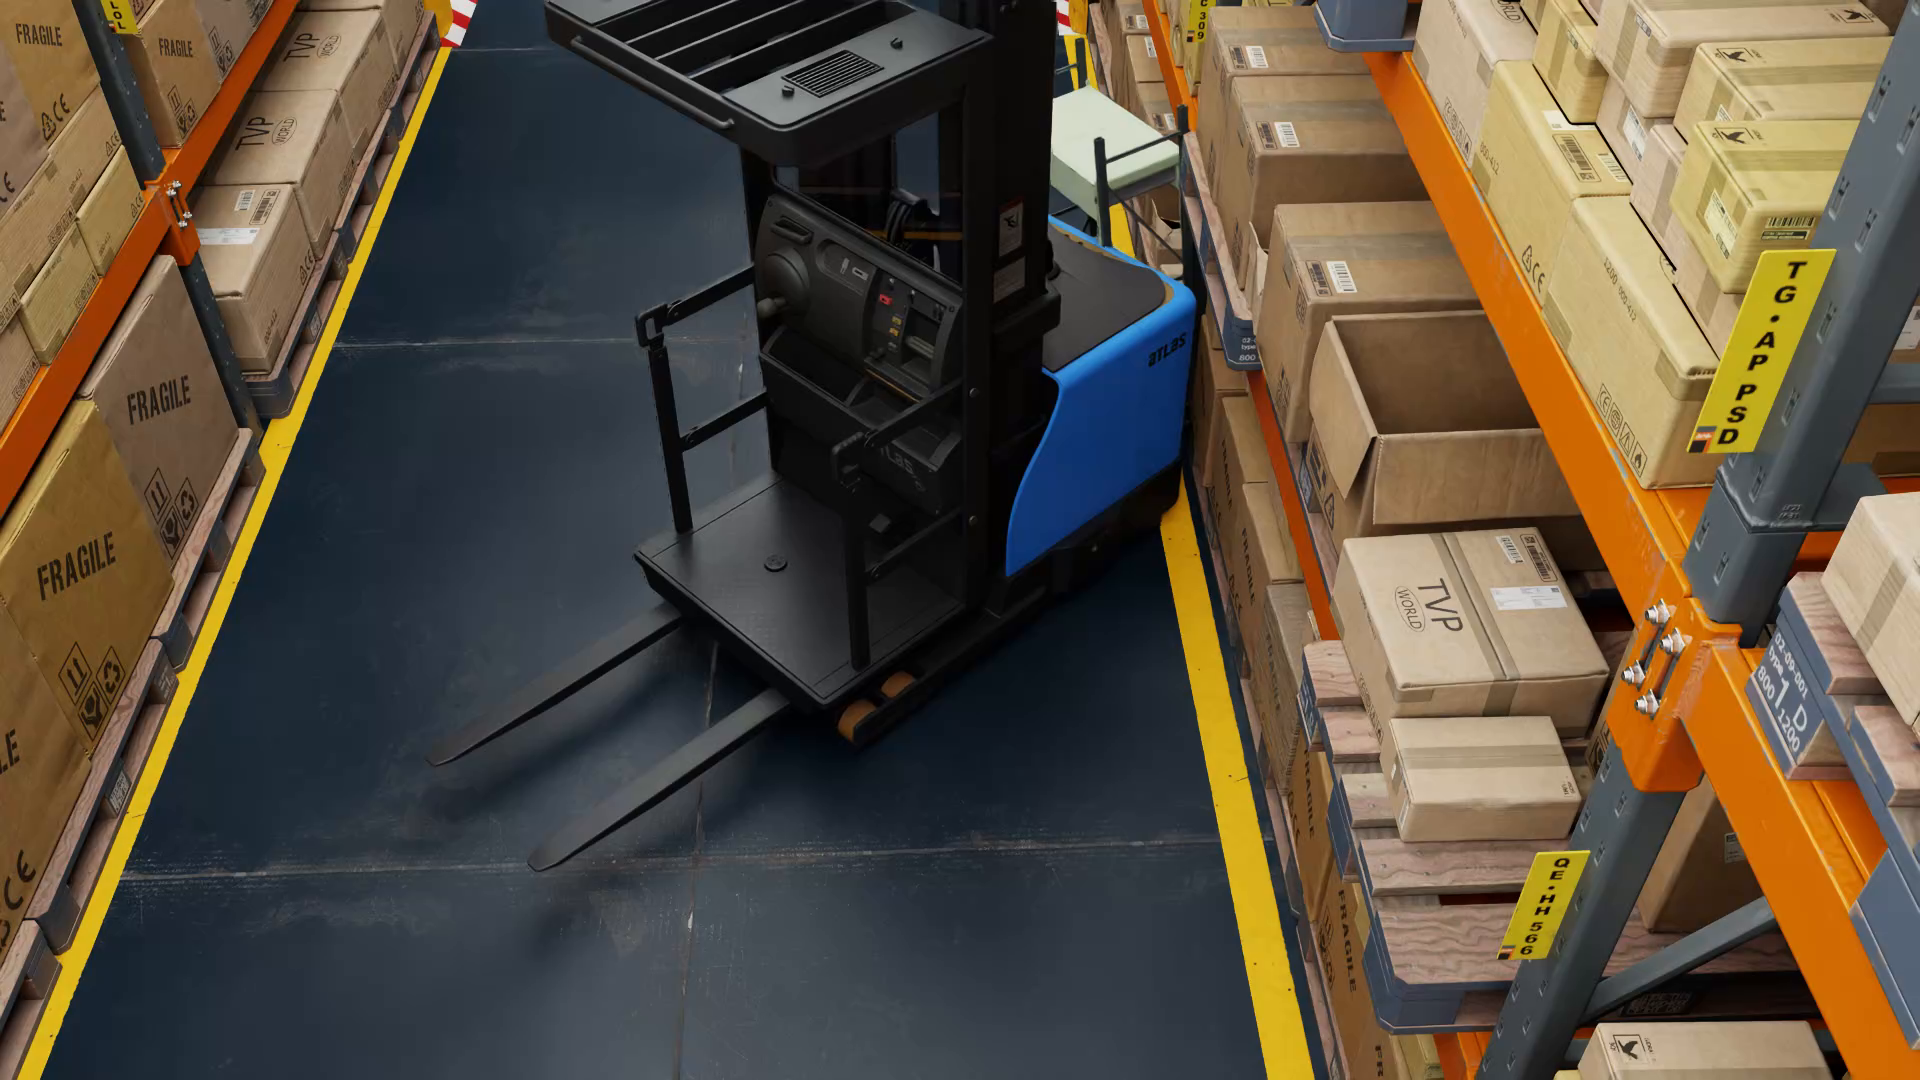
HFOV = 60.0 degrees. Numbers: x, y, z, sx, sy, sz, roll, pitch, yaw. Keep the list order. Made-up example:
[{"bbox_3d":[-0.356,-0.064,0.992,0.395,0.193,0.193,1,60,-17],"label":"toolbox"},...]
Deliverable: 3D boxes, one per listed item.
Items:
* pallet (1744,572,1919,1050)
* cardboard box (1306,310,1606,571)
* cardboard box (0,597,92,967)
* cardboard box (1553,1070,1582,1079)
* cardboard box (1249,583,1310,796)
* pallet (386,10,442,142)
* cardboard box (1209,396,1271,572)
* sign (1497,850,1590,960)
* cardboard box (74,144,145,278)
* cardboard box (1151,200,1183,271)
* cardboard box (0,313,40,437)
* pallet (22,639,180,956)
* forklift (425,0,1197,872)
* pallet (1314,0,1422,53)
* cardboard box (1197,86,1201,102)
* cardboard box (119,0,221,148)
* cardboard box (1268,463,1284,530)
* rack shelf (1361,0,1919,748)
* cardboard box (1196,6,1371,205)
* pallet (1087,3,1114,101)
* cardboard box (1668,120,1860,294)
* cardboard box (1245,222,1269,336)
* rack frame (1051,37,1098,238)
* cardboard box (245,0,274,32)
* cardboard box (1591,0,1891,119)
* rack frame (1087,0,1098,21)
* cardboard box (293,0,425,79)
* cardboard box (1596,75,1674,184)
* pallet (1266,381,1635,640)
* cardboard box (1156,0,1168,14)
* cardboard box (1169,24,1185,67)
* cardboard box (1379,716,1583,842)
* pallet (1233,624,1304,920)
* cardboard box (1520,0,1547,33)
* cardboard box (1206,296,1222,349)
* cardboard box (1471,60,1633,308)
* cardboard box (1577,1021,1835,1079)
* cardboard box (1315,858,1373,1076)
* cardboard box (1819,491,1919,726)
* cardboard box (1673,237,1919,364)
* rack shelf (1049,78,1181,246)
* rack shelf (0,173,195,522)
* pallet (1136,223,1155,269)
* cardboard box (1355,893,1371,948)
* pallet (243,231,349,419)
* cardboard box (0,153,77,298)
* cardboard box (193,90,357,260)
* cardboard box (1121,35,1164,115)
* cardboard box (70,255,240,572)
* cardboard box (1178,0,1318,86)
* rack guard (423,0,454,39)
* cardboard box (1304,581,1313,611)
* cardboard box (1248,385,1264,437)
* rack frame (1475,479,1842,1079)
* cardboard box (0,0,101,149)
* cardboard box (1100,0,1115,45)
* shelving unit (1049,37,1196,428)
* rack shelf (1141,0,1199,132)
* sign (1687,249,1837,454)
[{"bbox_3d":[1.715,0.459,1.949,1.213,0.211,1.003,0,43,0],"label":"pallet"},{"bbox_3d":[1.343,-0.250,4.415,0.797,0.503,0.637,-3,43,-3],"label":"cardboard box"},{"bbox_3d":[-3.342,0.742,4.982,0.875,0.875,0.875,-1,43,-1],"label":"cardboard box"},{"bbox_3d":[1.347,1.218,2.942,0.500,0.250,0.500,-2,43,-2],"label":"cardboard box"},{"bbox_3d":[1.288,0.486,5.539,0.500,0.500,0.500,-3,43,-3],"label":"cardboard box"},{"bbox_3d":[-3.590,-2.650,9.485,1.003,0.211,1.213,-2,43,-2],"label":"pallet"},{"bbox_3d":[1.255,-0.202,6.289,0.500,0.500,0.500,-2,43,-2],"label":"cardboard box"},{"bbox_3d":[1.055,0.664,3.007,0.100,0.325,0.005,-2,43,-2],"label":"sign"},{"bbox_3d":[-3.261,-1.165,5.912,0.500,0.250,0.500,-3,43,-3],"label":"cardboard box"},{"bbox_3d":[1.095,-1.416,7.788,0.396,0.266,0.258,0,43,0],"label":"cardboard box"},{"bbox_3d":[-3.238,-0.480,5.164,0.500,0.250,0.500,-3,43,-3],"label":"cardboard box"},{"bbox_3d":[-3.369,0.857,5.659,1.003,0.211,1.213,-2,43,-2],"label":"pallet"},{"bbox_3d":[-0.503,-0.744,5.392,3.031,2.935,1.130,-34,52,-31],"label":"forklift"},{"bbox_3d":[1.432,-1.555,4.145,1.213,0.211,1.003,-2,43,-2],"label":"pallet"},{"bbox_3d":[1.161,-1.776,6.653,0.380,0.149,0.250,-1,43,-1],"label":"cardboard box"},{"bbox_3d":[-3.290,-1.877,6.503,0.500,0.500,0.500,0,43,0],"label":"cardboard box"},{"bbox_3d":[1.286,-0.171,5.776,0.380,0.149,0.250,-2,43,-2],"label":"cardboard box"},{"bbox_3d":[1.512,-1.151,4.098,1.077,0.370,4.000,-2,43,-2],"label":"rack shelf"},{"bbox_3d":[1.224,-1.519,5.803,0.700,0.500,0.500,-1,43,-1],"label":"cardboard box"},{"bbox_3d":[1.295,-2.743,9.587,1.003,0.211,1.213,-2,43,-2],"label":"pallet"},{"bbox_3d":[1.287,-0.491,2.441,0.380,0.149,0.250,0,43,0],"label":"cardboard box"},{"bbox_3d":[1.103,-0.817,5.210,0.396,0.266,0.258,0,43,0],"label":"cardboard box"},{"bbox_3d":[0.414,-1.395,7.149,0.400,1.500,0.023,-25,44,-16],"label":"rack frame"},{"bbox_3d":[-3.322,-2.552,7.241,0.500,0.500,0.500,-1,43,-2],"label":"cardboard box"},{"bbox_3d":[1.319,-0.849,2.833,0.380,0.149,0.250,-3,43,-3],"label":"cardboard box"},{"bbox_3d":[1.257,-4.361,9.288,1.000,3.000,0.127,-2,43,-2],"label":"rack frame"},{"bbox_3d":[-3.574,-2.983,9.370,0.875,0.438,0.875,-3,43,-3],"label":"cardboard box"},{"bbox_3d":[1.364,-0.744,2.937,0.380,0.149,0.250,-1,43,-1],"label":"cardboard box"},{"bbox_3d":[1.510,-0.202,4.893,1.003,0.211,1.213,-2,43,-2],"label":"pallet"},{"bbox_3d":[1.070,-2.475,7.416,0.380,0.149,0.250,-2,43,-2],"label":"cardboard box"},{"bbox_3d":[1.093,-2.126,7.035,0.380,0.149,0.250,-1,43,-1],"label":"cardboard box"},{"bbox_3d":[1.186,0.545,3.810,0.380,0.149,0.250,-1,43,-1],"label":"cardboard box"},{"bbox_3d":[1.554,0.741,5.785,1.003,0.211,1.213,-2,43,-2],"label":"pallet"},{"bbox_3d":[1.349,-1.080,3.304,0.380,0.149,0.250,-1,43,-1],"label":"cardboard box"},{"bbox_3d":[1.177,-0.883,6.553,0.380,0.149,0.250,0,43,0],"label":"cardboard box"},{"bbox_3d":[1.311,-0.689,3.173,0.500,0.250,0.500,-2,43,-2],"label":"cardboard box"},{"bbox_3d":[1.316,0.988,2.899,0.380,0.149,0.250,0,43,-1],"label":"cardboard box"},{"bbox_3d":[1.354,1.189,4.772,0.500,0.500,0.500,-2,43,-2],"label":"cardboard box"},{"bbox_3d":[1.308,0.073,2.019,0.380,0.166,0.250,-2,43,-2],"label":"cardboard box"},{"bbox_3d":[1.341,-0.390,2.552,0.380,0.149,0.250,-1,43,-1],"label":"cardboard box"},{"bbox_3d":[0.539,-1.481,6.636,0.431,0.370,0.720,-25,44,-16],"label":"rack shelf"},{"bbox_3d":[-3.447,0.100,4.954,1.077,0.370,4.000,-2,43,-2],"label":"rack shelf"},{"bbox_3d":[1.399,-1.096,7.790,1.003,0.211,1.213,-2,43,-2],"label":"pallet"},{"bbox_3d":[1.280,1.058,4.435,0.380,0.149,0.250,-4,43,-4],"label":"cardboard box"},{"bbox_3d":[-3.486,-1.003,7.688,1.003,0.211,1.213,-2,43,-2],"label":"pallet"},{"bbox_3d":[-3.242,-1.017,5.380,0.500,0.250,0.500,-1,43,-1],"label":"cardboard box"},{"bbox_3d":[-3.490,-1.757,8.032,0.875,0.438,0.875,-3,43,-3],"label":"cardboard box"},{"bbox_3d":[1.109,-2.241,8.514,0.500,0.500,0.500,-1,43,-1],"label":"cardboard box"},{"bbox_3d":[-3.426,-0.471,6.305,0.875,0.875,0.875,0,43,0],"label":"cardboard box"},{"bbox_3d":[1.162,-2.052,6.659,0.500,0.250,0.500,-1,43,-1],"label":"cardboard box"},{"bbox_3d":[-3.703,-3.311,9.992,1.175,0.500,0.348,-2,43,-2],"label":"rack guard"},{"bbox_3d":[1.335,0.178,5.395,0.380,0.149,0.250,-1,43,-2],"label":"cardboard box"},{"bbox_3d":[1.288,-0.525,6.162,0.380,0.149,0.250,-4,43,-4],"label":"cardboard box"},{"bbox_3d":[1.597,1.040,3.396,1.000,3.000,0.127,-2,43,-2],"label":"rack frame"},{"bbox_3d":[-3.262,-1.627,5.491,0.500,0.500,0.500,0,43,0],"label":"cardboard box"},{"bbox_3d":[1.189,-3.180,9.536,0.797,0.503,0.637,-3,43,-3],"label":"cardboard box"},{"bbox_3d":[0.587,-1.194,6.897,0.431,1.500,0.755,-25,44,-16],"label":"shelving unit"},{"bbox_3d":[1.342,-2.745,8.058,1.077,0.370,4.000,-2,43,-2],"label":"rack shelf"},{"bbox_3d":[1.055,-0.242,2.192,0.100,0.325,0.005,-2,43,-2],"label":"sign"}]
